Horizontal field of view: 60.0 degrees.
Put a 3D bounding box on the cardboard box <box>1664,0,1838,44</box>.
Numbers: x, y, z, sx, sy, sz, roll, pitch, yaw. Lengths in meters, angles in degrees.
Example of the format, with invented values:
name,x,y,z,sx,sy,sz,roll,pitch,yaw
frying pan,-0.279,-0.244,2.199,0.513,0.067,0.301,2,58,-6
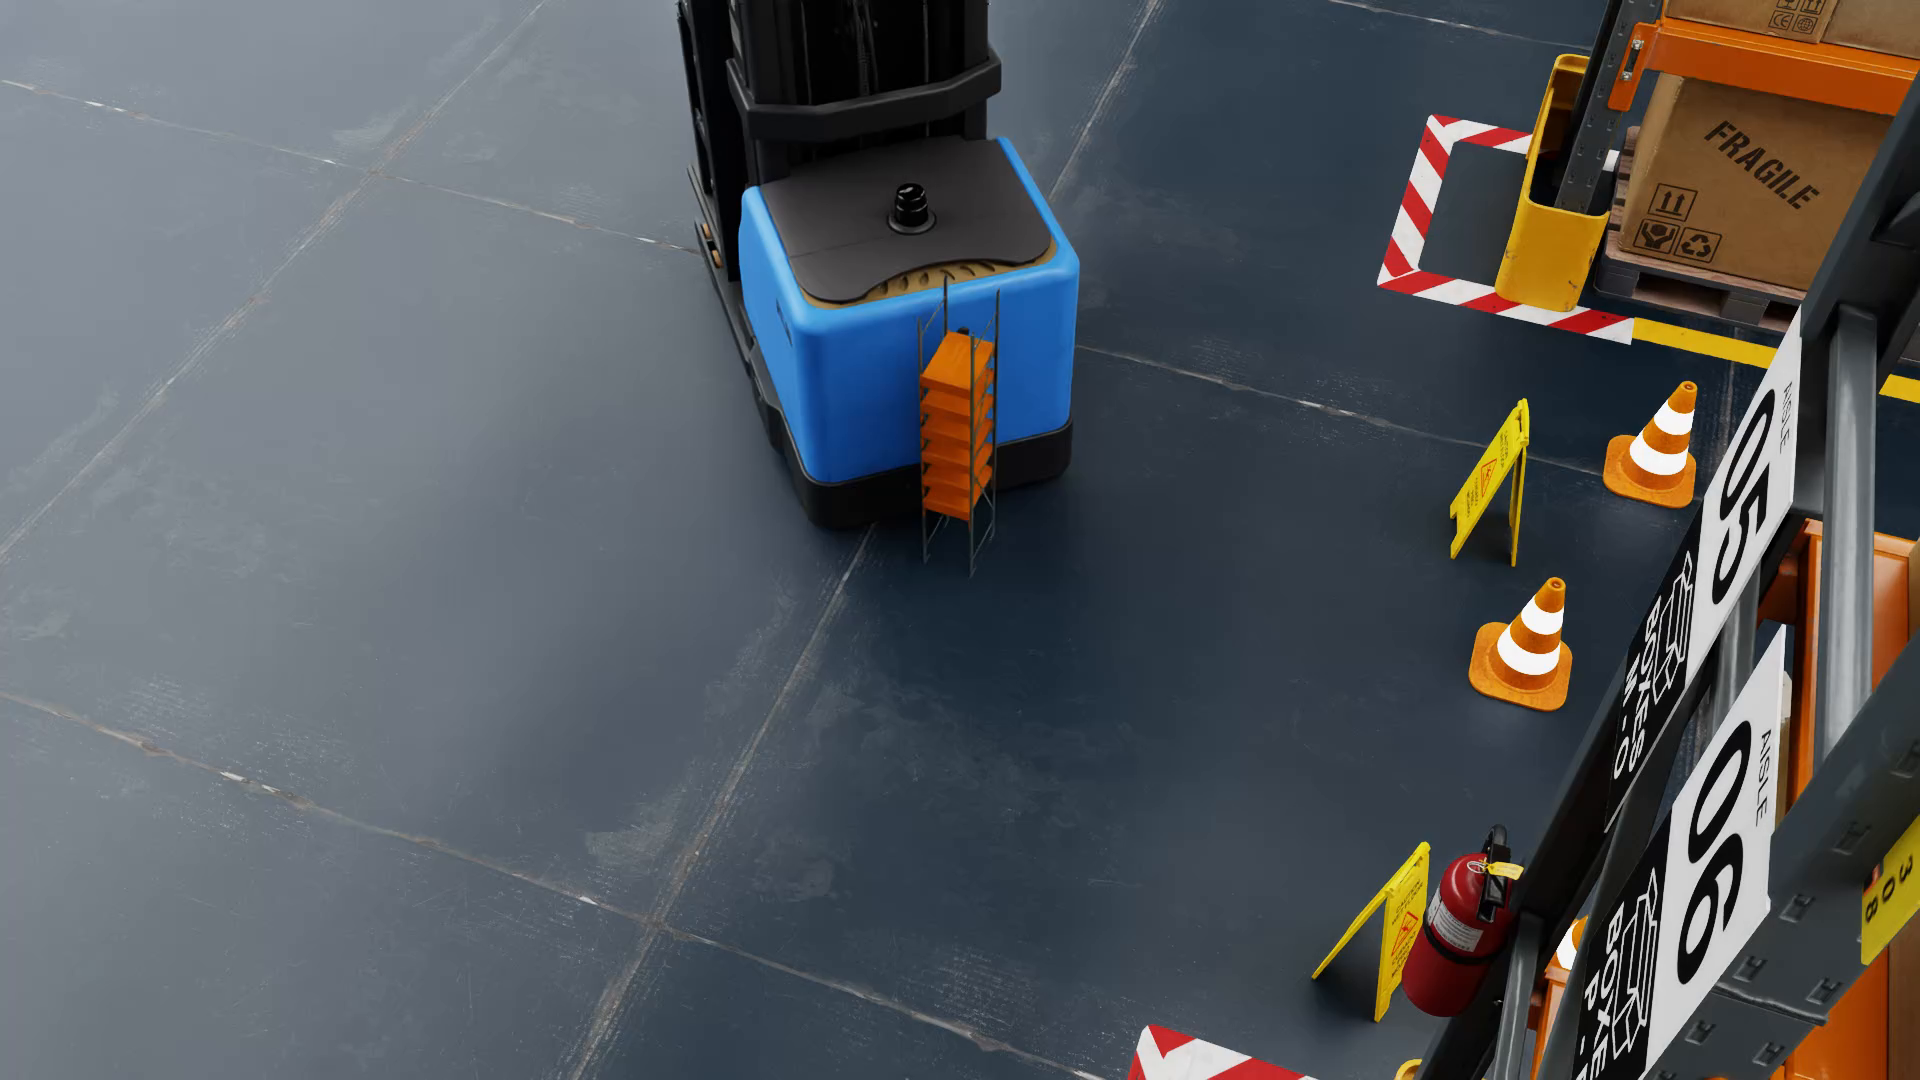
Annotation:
name,x,y,z,sx,sy,sz,roll,pitch,yaw
cardboard box,3.042,-2.375,6.225,0.550,0.550,0.875,16,51,13

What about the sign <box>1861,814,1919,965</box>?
name,x,y,z,sx,sy,sz,roll,pitch,yaw
sign,0.870,0.260,1.476,0.005,0.325,0.100,16,51,13

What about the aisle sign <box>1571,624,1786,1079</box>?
name,x,y,z,sx,sy,sz,roll,pitch,yaw
aisle sign,0.892,0.496,2.115,0.004,0.787,0.394,16,51,13

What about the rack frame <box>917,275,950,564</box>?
name,x,y,z,sx,sy,sz,roll,pitch,yaw
rack frame,-0.087,-0.386,5.790,0.006,1.200,0.240,17,51,14

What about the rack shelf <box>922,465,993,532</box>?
name,x,y,z,sx,sy,sz,roll,pitch,yaw
rack shelf,-0.003,-0.174,5.983,0.180,0.103,0.258,17,51,14

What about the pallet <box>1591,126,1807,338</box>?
name,x,y,z,sx,sy,sz,roll,pitch,yaw
pallet,3.456,-1.324,7.258,1.213,0.211,1.003,16,51,13

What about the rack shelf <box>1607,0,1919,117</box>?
name,x,y,z,sx,sy,sz,roll,pitch,yaw
rack shelf,4.555,-1.632,6.155,4.000,0.370,1.077,16,51,13

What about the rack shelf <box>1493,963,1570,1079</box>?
name,x,y,z,sx,sy,sz,roll,pitch,yaw
rack shelf,2.934,1.903,3.091,4.000,0.370,1.077,16,51,13

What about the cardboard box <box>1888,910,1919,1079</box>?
name,x,y,z,sx,sy,sz,roll,pitch,yaw
cardboard box,1.256,0.561,1.960,0.250,0.149,0.380,16,51,13

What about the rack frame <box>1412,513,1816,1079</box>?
name,x,y,z,sx,sy,sz,roll,pitch,yaw
rack frame,1.058,1.144,3.274,0.127,3.000,1.000,16,51,13

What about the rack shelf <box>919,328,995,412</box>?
name,x,y,z,sx,sy,sz,roll,pitch,yaw
rack shelf,-0.003,-0.566,5.529,0.180,0.103,0.258,17,51,14

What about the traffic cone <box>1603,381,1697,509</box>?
name,x,y,z,sx,sy,sz,roll,pitch,yaw
traffic cone,2.684,-0.415,6.303,0.334,0.463,0.336,16,51,13

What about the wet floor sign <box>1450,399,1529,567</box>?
name,x,y,z,sx,sy,sz,roll,pitch,yaw
wet floor sign,1.965,-0.224,6.017,0.232,0.644,0.267,8,50,7

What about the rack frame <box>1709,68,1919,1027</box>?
name,x,y,z,sx,sy,sz,roll,pitch,yaw
rack frame,1.058,-0.821,1.006,0.127,3.000,1.000,16,51,13

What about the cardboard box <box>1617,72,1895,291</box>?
name,x,y,z,sx,sy,sz,roll,pitch,yaw
cardboard box,3.337,-1.702,6.868,0.875,0.875,0.875,16,51,13

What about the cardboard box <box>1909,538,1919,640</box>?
name,x,y,z,sx,sy,sz,roll,pitch,yaw
cardboard box,1.489,0.139,2.326,0.250,0.149,0.380,16,51,13

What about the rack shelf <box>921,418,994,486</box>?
name,x,y,z,sx,sy,sz,roll,pitch,yaw
rack shelf,-0.003,-0.331,5.801,0.180,0.103,0.258,17,51,14

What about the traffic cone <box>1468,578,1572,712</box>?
name,x,y,z,sx,sy,sz,roll,pitch,yaw
traffic cone,1.974,0.297,5.686,0.334,0.463,0.336,16,51,13

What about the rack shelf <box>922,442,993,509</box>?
name,x,y,z,sx,sy,sz,roll,pitch,yaw
rack shelf,-0.003,-0.252,5.892,0.180,0.103,0.258,17,51,14

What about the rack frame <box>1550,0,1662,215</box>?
name,x,y,z,sx,sy,sz,roll,pitch,yaw
rack frame,2.678,-2.391,6.338,0.127,3.000,1.000,16,51,13

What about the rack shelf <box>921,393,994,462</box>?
name,x,y,z,sx,sy,sz,roll,pitch,yaw
rack shelf,-0.003,-0.409,5.711,0.180,0.103,0.258,17,51,14

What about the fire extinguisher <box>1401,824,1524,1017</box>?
name,x,y,z,sx,sy,sz,roll,pitch,yaw
fire extinguisher,1.110,0.813,3.612,0.183,0.674,0.296,16,51,13

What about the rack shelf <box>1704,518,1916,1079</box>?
name,x,y,z,sx,sy,sz,roll,pitch,yaw
rack shelf,2.934,0.921,1.958,4.000,0.370,1.077,16,51,13

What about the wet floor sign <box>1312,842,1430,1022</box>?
name,x,y,z,sx,sy,sz,roll,pitch,yaw
wet floor sign,1.250,1.107,4.864,0.232,0.644,0.267,33,57,25

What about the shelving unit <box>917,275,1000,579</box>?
name,x,y,z,sx,sy,sz,roll,pitch,yaw
shelving unit,-0.003,-0.360,5.768,0.189,1.200,0.258,17,51,14

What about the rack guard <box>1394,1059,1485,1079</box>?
name,x,y,z,sx,sy,sz,roll,pitch,yaw
rack guard,1.129,1.983,4.201,0.348,0.500,1.175,16,51,13

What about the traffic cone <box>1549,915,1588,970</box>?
name,x,y,z,sx,sy,sz,roll,pitch,yaw
traffic cone,1.908,1.173,4.927,0.334,0.463,0.336,16,51,13

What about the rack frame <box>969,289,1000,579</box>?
name,x,y,z,sx,sy,sz,roll,pitch,yaw
rack frame,0.082,-0.334,5.745,0.006,1.200,0.240,17,51,14

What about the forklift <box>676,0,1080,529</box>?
name,x,y,z,sx,sy,sz,roll,pitch,yaw
forklift,-0.520,-2.141,6.166,1.130,2.935,3.031,-14,51,-12

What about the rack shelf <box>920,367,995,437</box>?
name,x,y,z,sx,sy,sz,roll,pitch,yaw
rack shelf,-0.003,-0.488,5.620,0.180,0.103,0.258,17,51,14

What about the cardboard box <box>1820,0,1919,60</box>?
name,x,y,z,sx,sy,sz,roll,pitch,yaw
cardboard box,3.566,-2.247,6.113,0.550,0.550,0.875,16,51,13

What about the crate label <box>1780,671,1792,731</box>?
name,x,y,z,sx,sy,sz,roll,pitch,yaw
crate label,2.733,0.566,5.669,0.298,0.136,0.250,-7,49,-6

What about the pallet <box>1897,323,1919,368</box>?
name,x,y,z,sx,sy,sz,roll,pitch,yaw
pallet,4.596,-1.003,6.980,1.213,0.211,1.003,16,51,13

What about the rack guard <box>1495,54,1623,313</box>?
name,x,y,z,sx,sy,sz,roll,pitch,yaw
rack guard,2.656,-1.579,7.288,0.348,0.500,1.175,16,51,13

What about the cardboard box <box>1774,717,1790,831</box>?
name,x,y,z,sx,sy,sz,roll,pitch,yaw
cardboard box,1.613,0.665,2.764,0.500,0.500,0.700,14,51,12

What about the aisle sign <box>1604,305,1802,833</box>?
name,x,y,z,sx,sy,sz,roll,pitch,yaw
aisle sign,1.100,0.071,2.483,0.004,0.787,0.394,16,51,13
